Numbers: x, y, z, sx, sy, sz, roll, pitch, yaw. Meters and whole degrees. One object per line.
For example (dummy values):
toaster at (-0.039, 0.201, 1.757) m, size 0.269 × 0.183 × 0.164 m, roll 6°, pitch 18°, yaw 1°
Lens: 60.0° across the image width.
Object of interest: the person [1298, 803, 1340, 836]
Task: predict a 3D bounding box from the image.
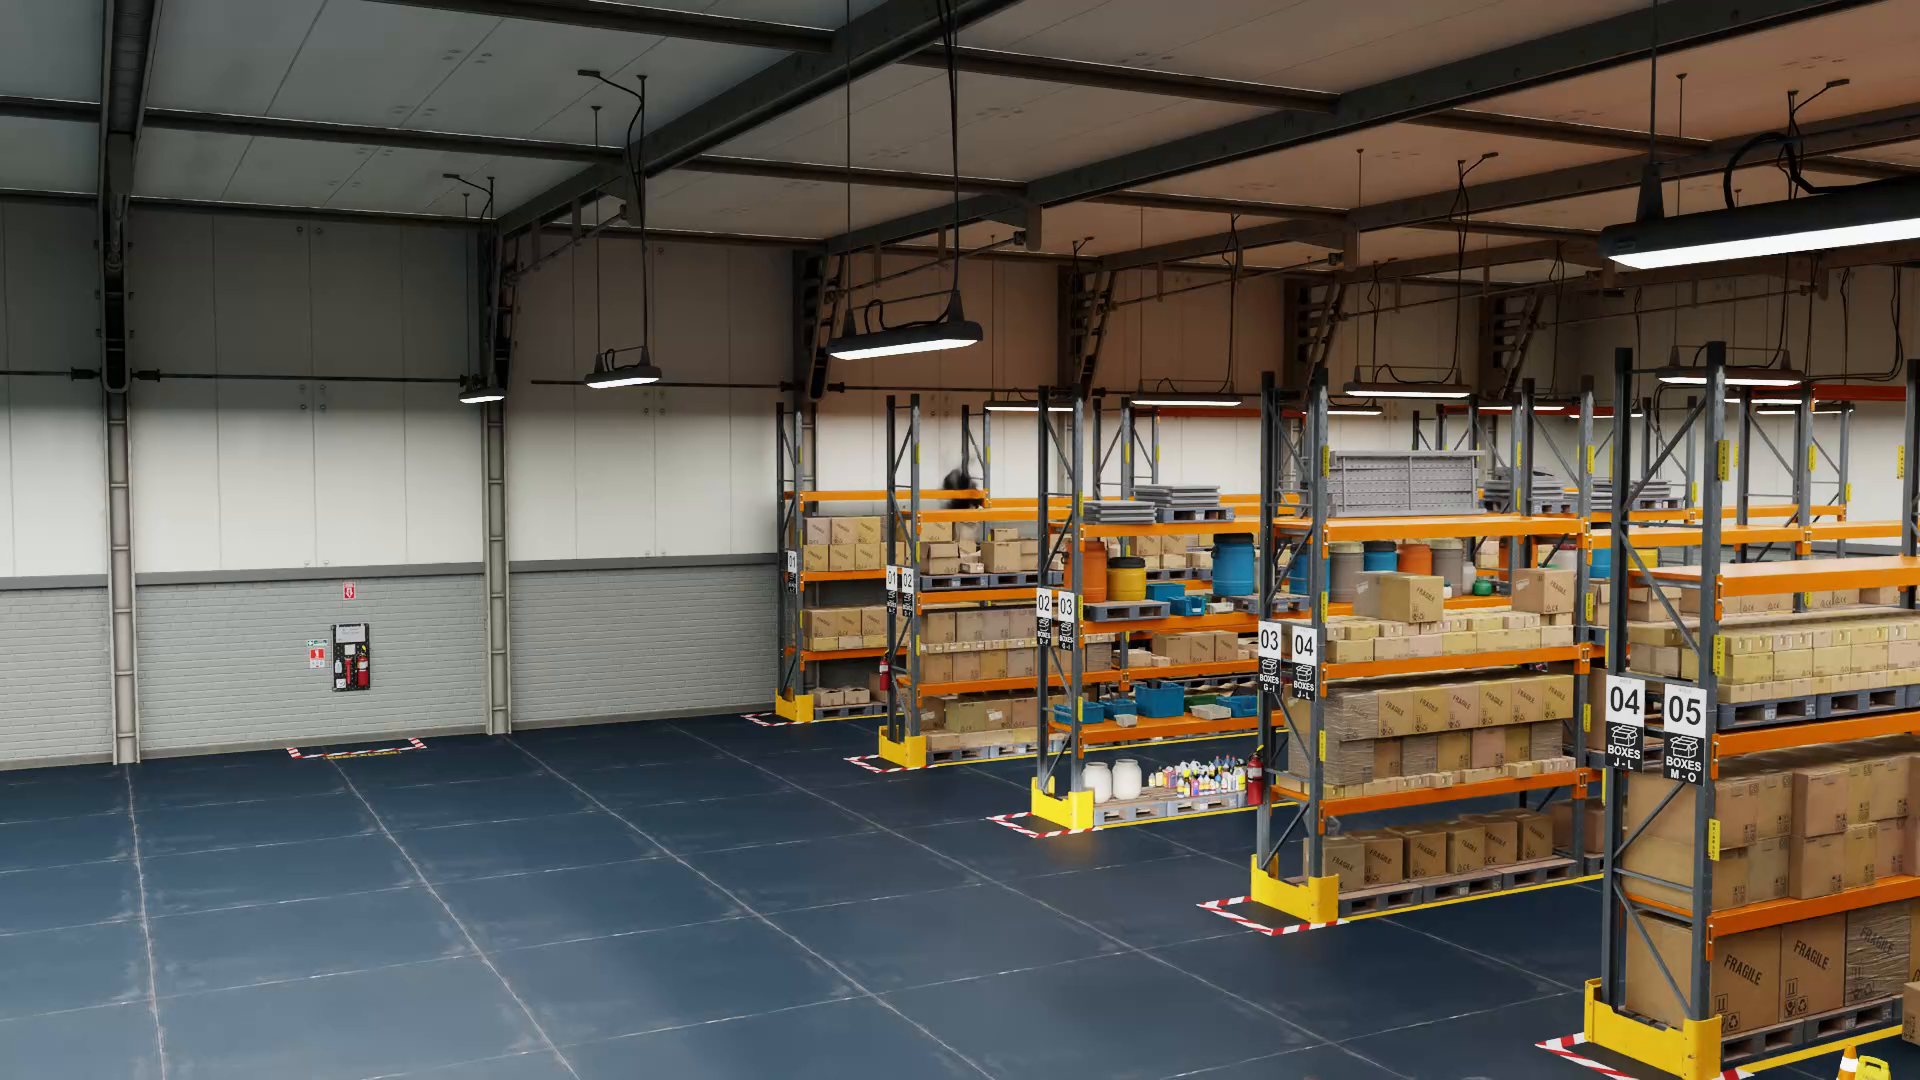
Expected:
person at (4.567, 3.089, 21.288) m, size 0.590 × 1.736 × 0.665 m, roll -2°, pitch 4°, yaw -31°
